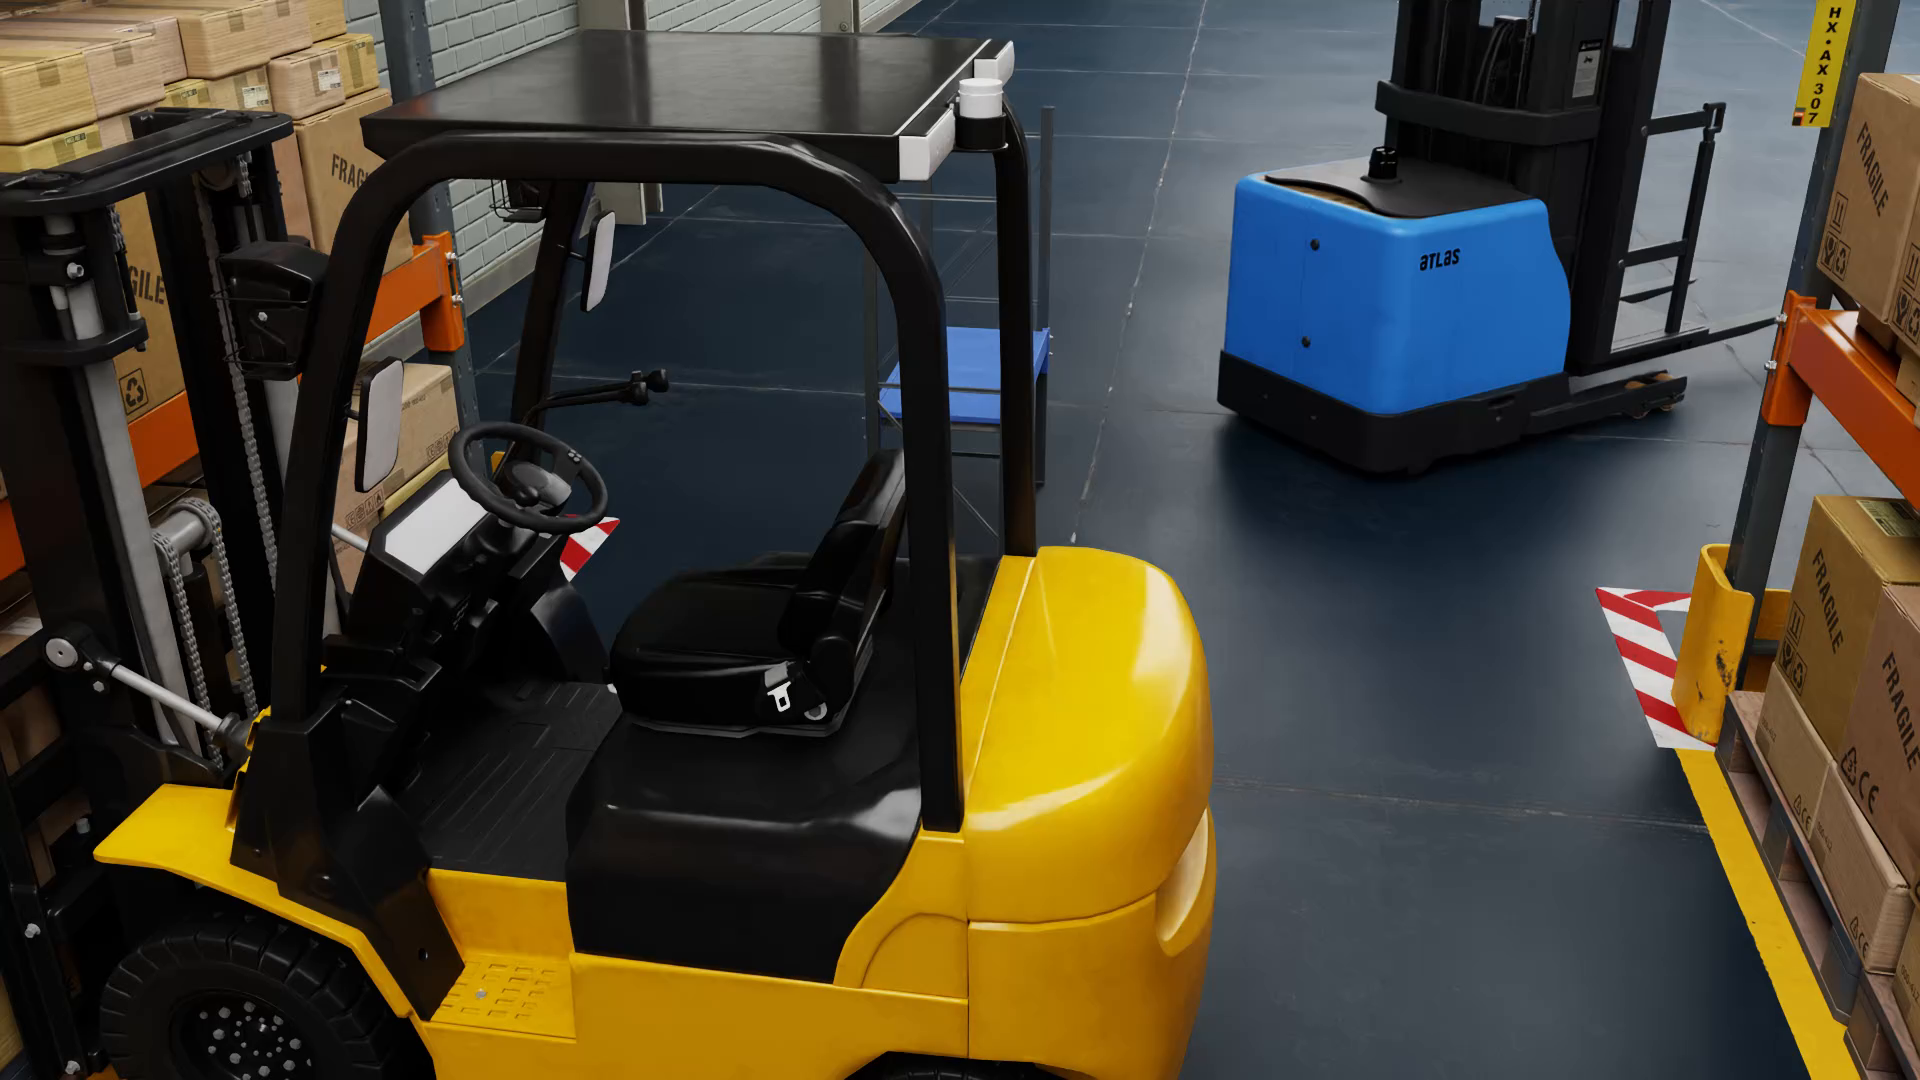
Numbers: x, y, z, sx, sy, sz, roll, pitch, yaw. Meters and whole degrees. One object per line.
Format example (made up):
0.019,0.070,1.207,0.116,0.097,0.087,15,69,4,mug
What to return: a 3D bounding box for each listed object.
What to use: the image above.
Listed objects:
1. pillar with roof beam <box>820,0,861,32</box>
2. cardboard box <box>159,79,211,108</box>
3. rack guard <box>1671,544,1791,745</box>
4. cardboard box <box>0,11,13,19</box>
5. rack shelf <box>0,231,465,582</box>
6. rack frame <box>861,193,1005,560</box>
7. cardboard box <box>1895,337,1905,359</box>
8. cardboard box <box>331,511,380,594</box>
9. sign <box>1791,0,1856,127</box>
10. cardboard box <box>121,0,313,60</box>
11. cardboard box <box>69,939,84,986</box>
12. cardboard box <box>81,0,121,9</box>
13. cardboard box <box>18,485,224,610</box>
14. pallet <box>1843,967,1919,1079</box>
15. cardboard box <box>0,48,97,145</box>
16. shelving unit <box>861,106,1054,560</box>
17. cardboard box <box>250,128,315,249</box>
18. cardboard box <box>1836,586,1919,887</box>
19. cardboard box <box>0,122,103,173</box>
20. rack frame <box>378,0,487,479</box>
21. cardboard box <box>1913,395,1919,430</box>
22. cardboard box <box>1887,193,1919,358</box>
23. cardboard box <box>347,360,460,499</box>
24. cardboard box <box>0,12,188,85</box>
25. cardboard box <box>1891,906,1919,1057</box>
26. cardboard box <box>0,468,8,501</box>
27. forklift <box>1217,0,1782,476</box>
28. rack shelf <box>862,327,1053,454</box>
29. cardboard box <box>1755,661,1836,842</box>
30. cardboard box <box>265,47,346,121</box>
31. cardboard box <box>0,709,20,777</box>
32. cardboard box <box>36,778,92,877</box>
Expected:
3.108,-8.369,13.515,9.100,9.000,0.400,4,25,9,pillar with roof beam
-2.044,-1.019,4.005,0.380,0.149,0.250,4,25,8,cardboard box
2.788,0.346,4.921,1.175,0.500,0.348,4,25,9,rack guard
-2.523,-1.187,4.015,0.380,0.149,0.250,4,25,9,cardboard box
-2.424,0.002,3.556,1.077,0.370,4.000,4,25,9,rack shelf
-0.069,-0.502,5.554,0.500,1.500,0.032,4,25,9,rack frame
2.514,-0.470,4.012,0.380,0.149,0.250,4,25,9,cardboard box
-1.961,0.103,4.651,0.500,0.250,0.500,4,25,8,cardboard box
2.265,-1.248,4.356,0.100,0.325,0.005,4,25,9,sign
-1.957,-1.364,4.393,0.380,0.149,0.250,4,25,9,cardboard box
-2.106,0.748,3.862,0.500,0.250,0.500,5,26,10,cardboard box
-2.468,-1.402,4.472,0.380,0.149,0.250,5,26,10,cardboard box
-2.015,0.082,4.105,0.500,0.250,0.500,4,25,9,cardboard box
2.419,1.323,3.175,1.003,0.211,1.213,4,25,9,pallet
-2.057,-0.929,3.462,0.380,0.149,0.250,5,25,10,cardboard box
0.014,-0.715,6.008,0.538,1.500,1.048,4,25,9,shelving unit
-2.012,-0.765,4.229,0.500,0.500,0.500,5,26,10,cardboard box
2.311,0.445,3.625,0.500,0.500,0.500,3,25,7,cardboard box
-2.063,-0.797,3.531,0.380,0.149,0.250,4,25,9,cardboard box
-2.097,-1.160,5.191,1.000,3.000,0.127,4,25,9,rack frame
2.303,-0.262,3.567,0.380,0.149,0.250,4,25,9,cardboard box
2.368,-0.602,3.530,0.500,0.500,0.500,5,26,10,cardboard box
-1.865,-0.344,5.015,0.500,0.250,0.500,5,26,10,cardboard box
-2.087,-1.154,3.943,0.380,0.149,0.250,4,25,9,cardboard box
2.228,0.997,3.329,0.500,0.250,0.500,6,26,12,cardboard box
-2.167,-0.340,3.320,0.500,0.500,0.500,4,25,9,cardboard box
2.669,-2.041,7.153,3.031,2.935,1.130,-15,29,-28,forklift
0.014,-0.552,6.085,0.538,0.185,1.000,4,25,9,rack shelf
2.396,0.555,4.273,0.500,0.250,0.500,4,25,8,cardboard box
-1.890,-1.226,4.448,0.380,0.149,0.250,4,25,9,cardboard box
-2.199,0.512,3.186,0.500,0.250,0.500,5,26,10,cardboard box
-2.110,0.529,3.740,0.500,0.250,0.500,4,25,8,cardboard box
